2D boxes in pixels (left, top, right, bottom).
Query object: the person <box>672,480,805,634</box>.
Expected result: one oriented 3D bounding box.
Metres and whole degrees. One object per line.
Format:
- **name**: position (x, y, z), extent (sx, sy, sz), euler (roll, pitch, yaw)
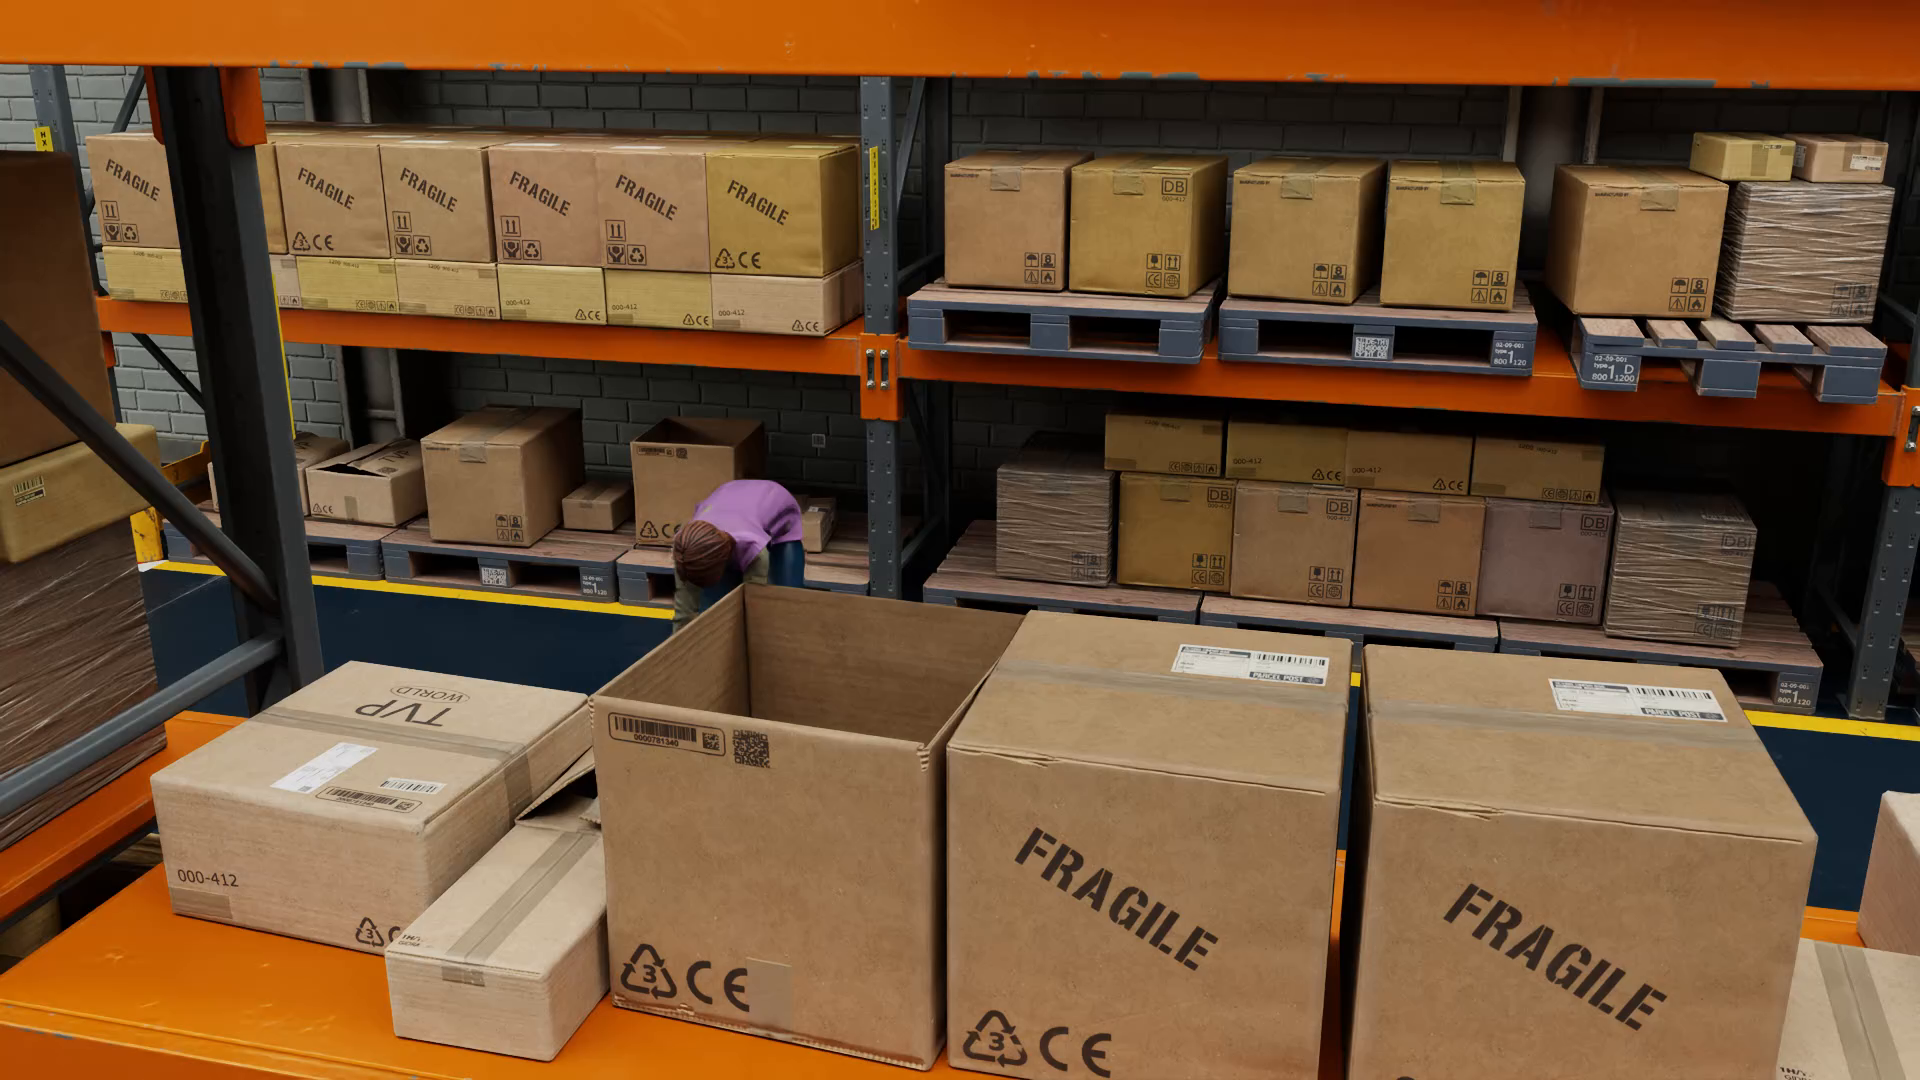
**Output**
- **person**: position (-0.812, 0.324, 6.031), extent (0.393, 1.012, 0.869), euler (4, 19, 12)
